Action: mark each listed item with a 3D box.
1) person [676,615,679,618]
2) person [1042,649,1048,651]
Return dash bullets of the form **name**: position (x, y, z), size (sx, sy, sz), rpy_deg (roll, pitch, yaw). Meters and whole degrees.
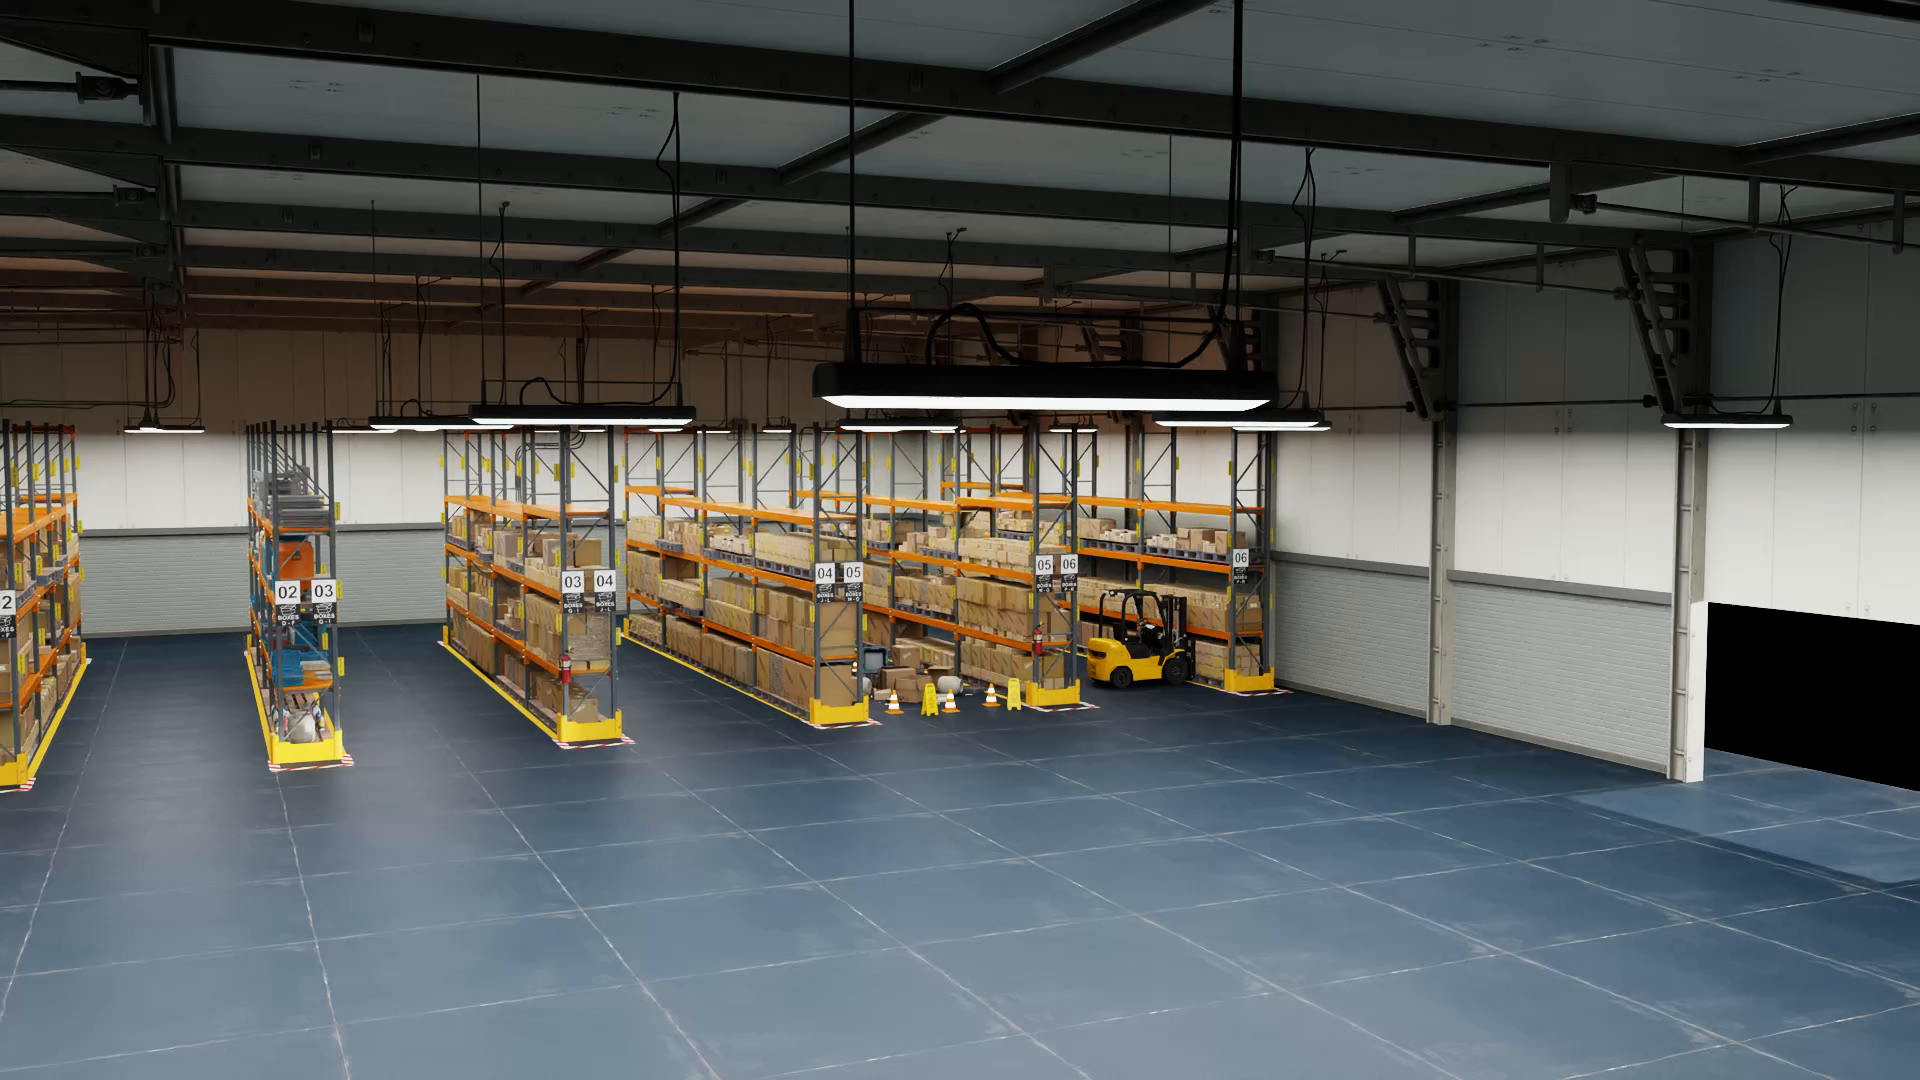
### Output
- **person**: position (-8.616, 1.644, 51.991), size (0.626, 1.683, 0.405), rpy_deg (0, 4, -2)
- **person**: position (2.087, 2.339, 40.908), size (0.504, 1.728, 0.606), rpy_deg (1, 4, 11)
